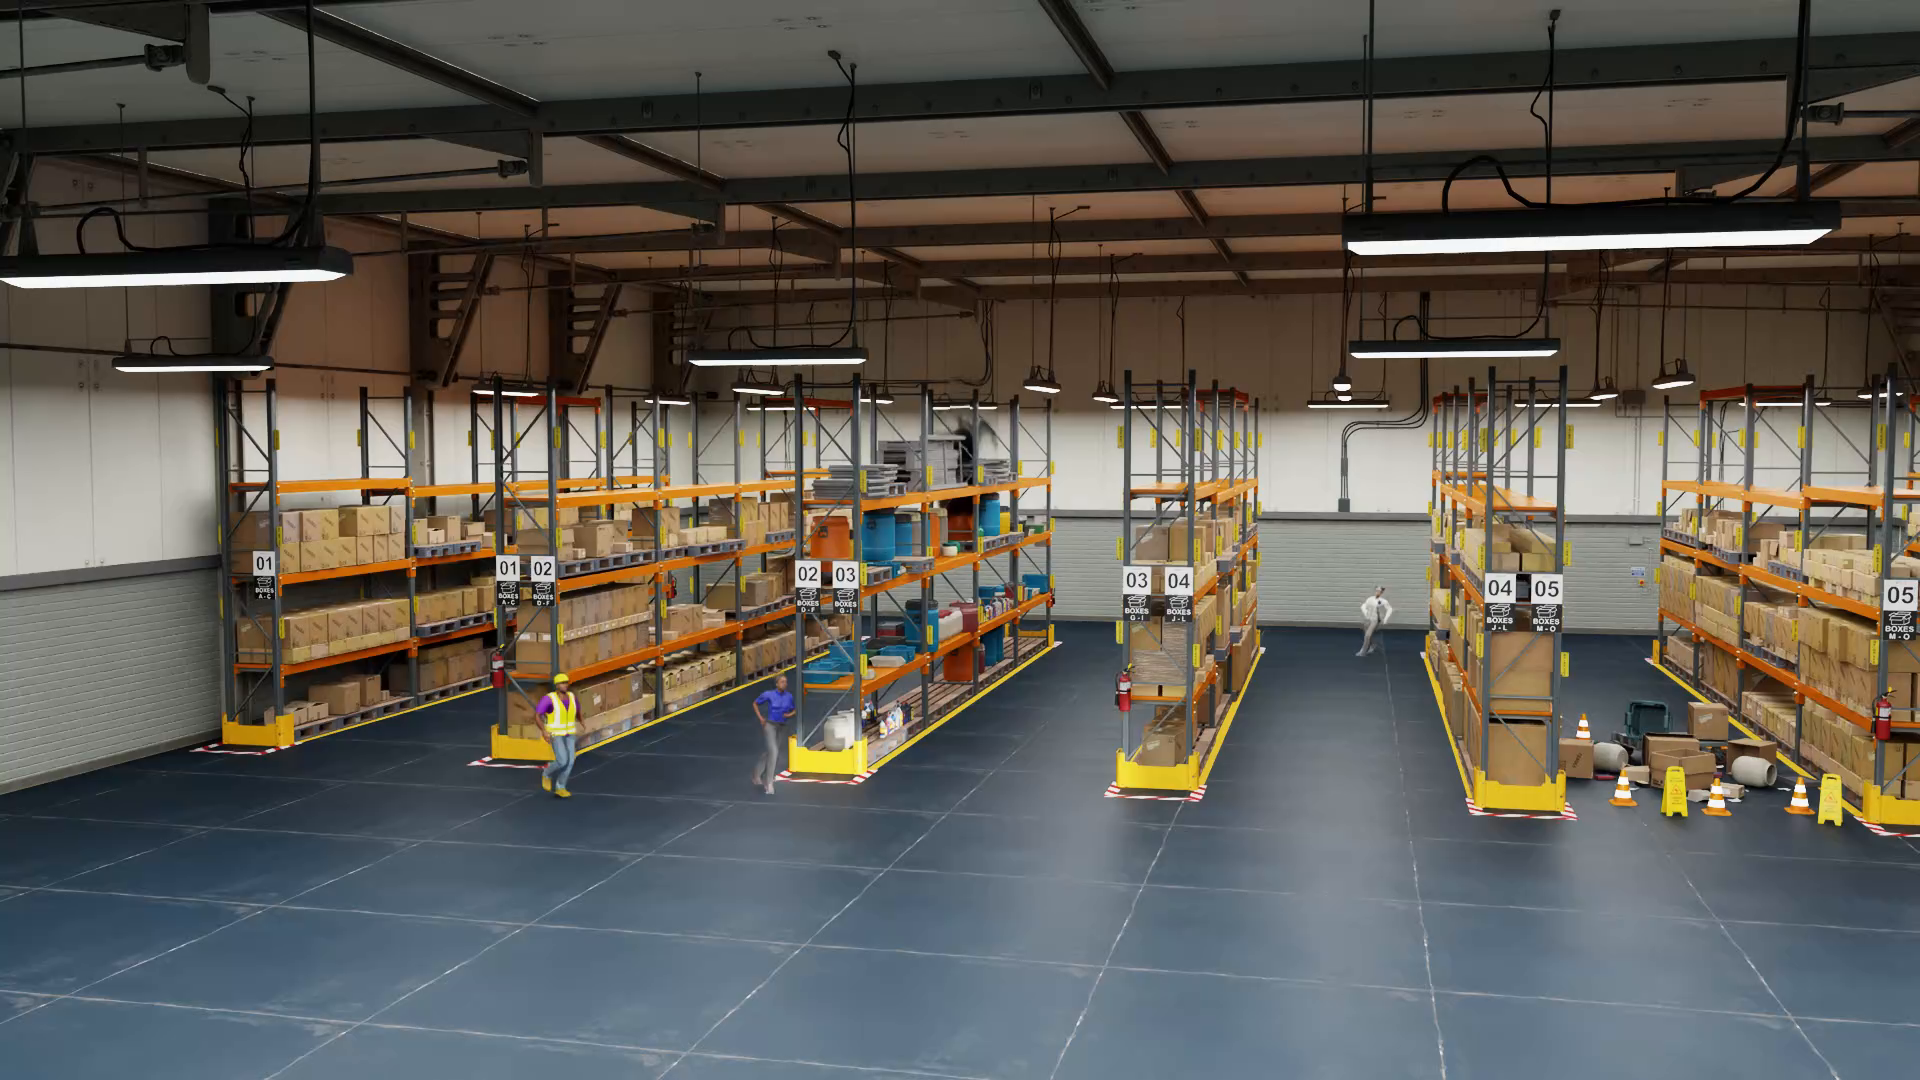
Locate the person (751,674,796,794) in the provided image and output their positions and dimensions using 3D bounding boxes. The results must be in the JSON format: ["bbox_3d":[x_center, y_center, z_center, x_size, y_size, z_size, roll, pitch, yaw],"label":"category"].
[{"bbox_3d":[-2.695,2.814,23.922,0.581,1.626,0.696,-3,5,-41],"label":"person"}]

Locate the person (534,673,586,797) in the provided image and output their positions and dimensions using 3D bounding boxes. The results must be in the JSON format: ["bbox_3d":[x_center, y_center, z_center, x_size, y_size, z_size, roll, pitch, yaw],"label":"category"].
[{"bbox_3d":[-5.605,2.735,23.412,0.578,1.733,0.715,3,5,42],"label":"person"}]

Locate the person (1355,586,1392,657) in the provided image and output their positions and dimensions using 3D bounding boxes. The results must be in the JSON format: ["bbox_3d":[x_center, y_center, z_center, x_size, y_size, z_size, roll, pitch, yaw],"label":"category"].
[{"bbox_3d":[9.523,1.862,38.364,0.873,1.628,0.664,-3,5,-43],"label":"person"}]
